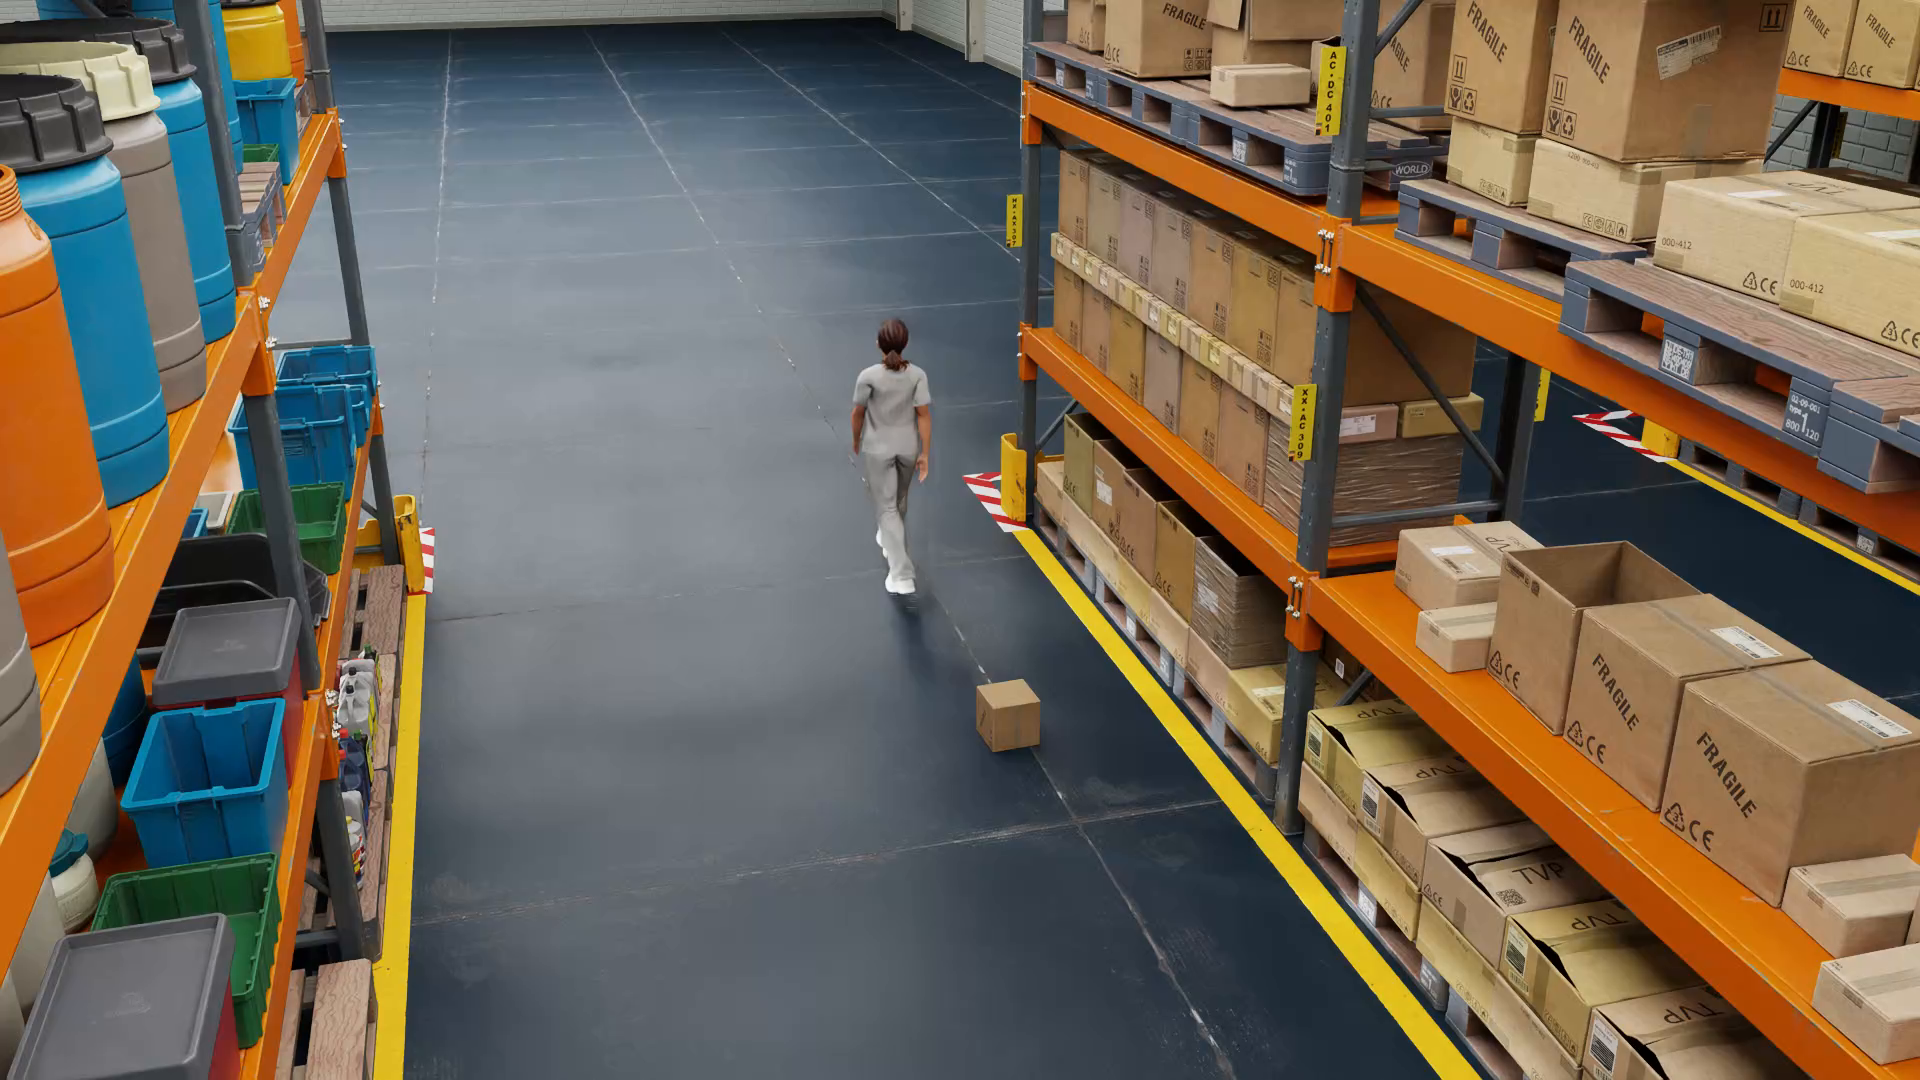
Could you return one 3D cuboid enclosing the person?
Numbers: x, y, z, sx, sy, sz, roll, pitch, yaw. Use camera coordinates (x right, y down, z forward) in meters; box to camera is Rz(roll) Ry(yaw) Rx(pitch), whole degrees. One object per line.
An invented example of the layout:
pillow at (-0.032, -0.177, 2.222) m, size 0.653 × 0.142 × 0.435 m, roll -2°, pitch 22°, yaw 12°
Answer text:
person at (-0.409, -0.533, 9.860) m, size 0.444 × 1.619 × 1.053 m, roll -8°, pitch 24°, yaw -18°
